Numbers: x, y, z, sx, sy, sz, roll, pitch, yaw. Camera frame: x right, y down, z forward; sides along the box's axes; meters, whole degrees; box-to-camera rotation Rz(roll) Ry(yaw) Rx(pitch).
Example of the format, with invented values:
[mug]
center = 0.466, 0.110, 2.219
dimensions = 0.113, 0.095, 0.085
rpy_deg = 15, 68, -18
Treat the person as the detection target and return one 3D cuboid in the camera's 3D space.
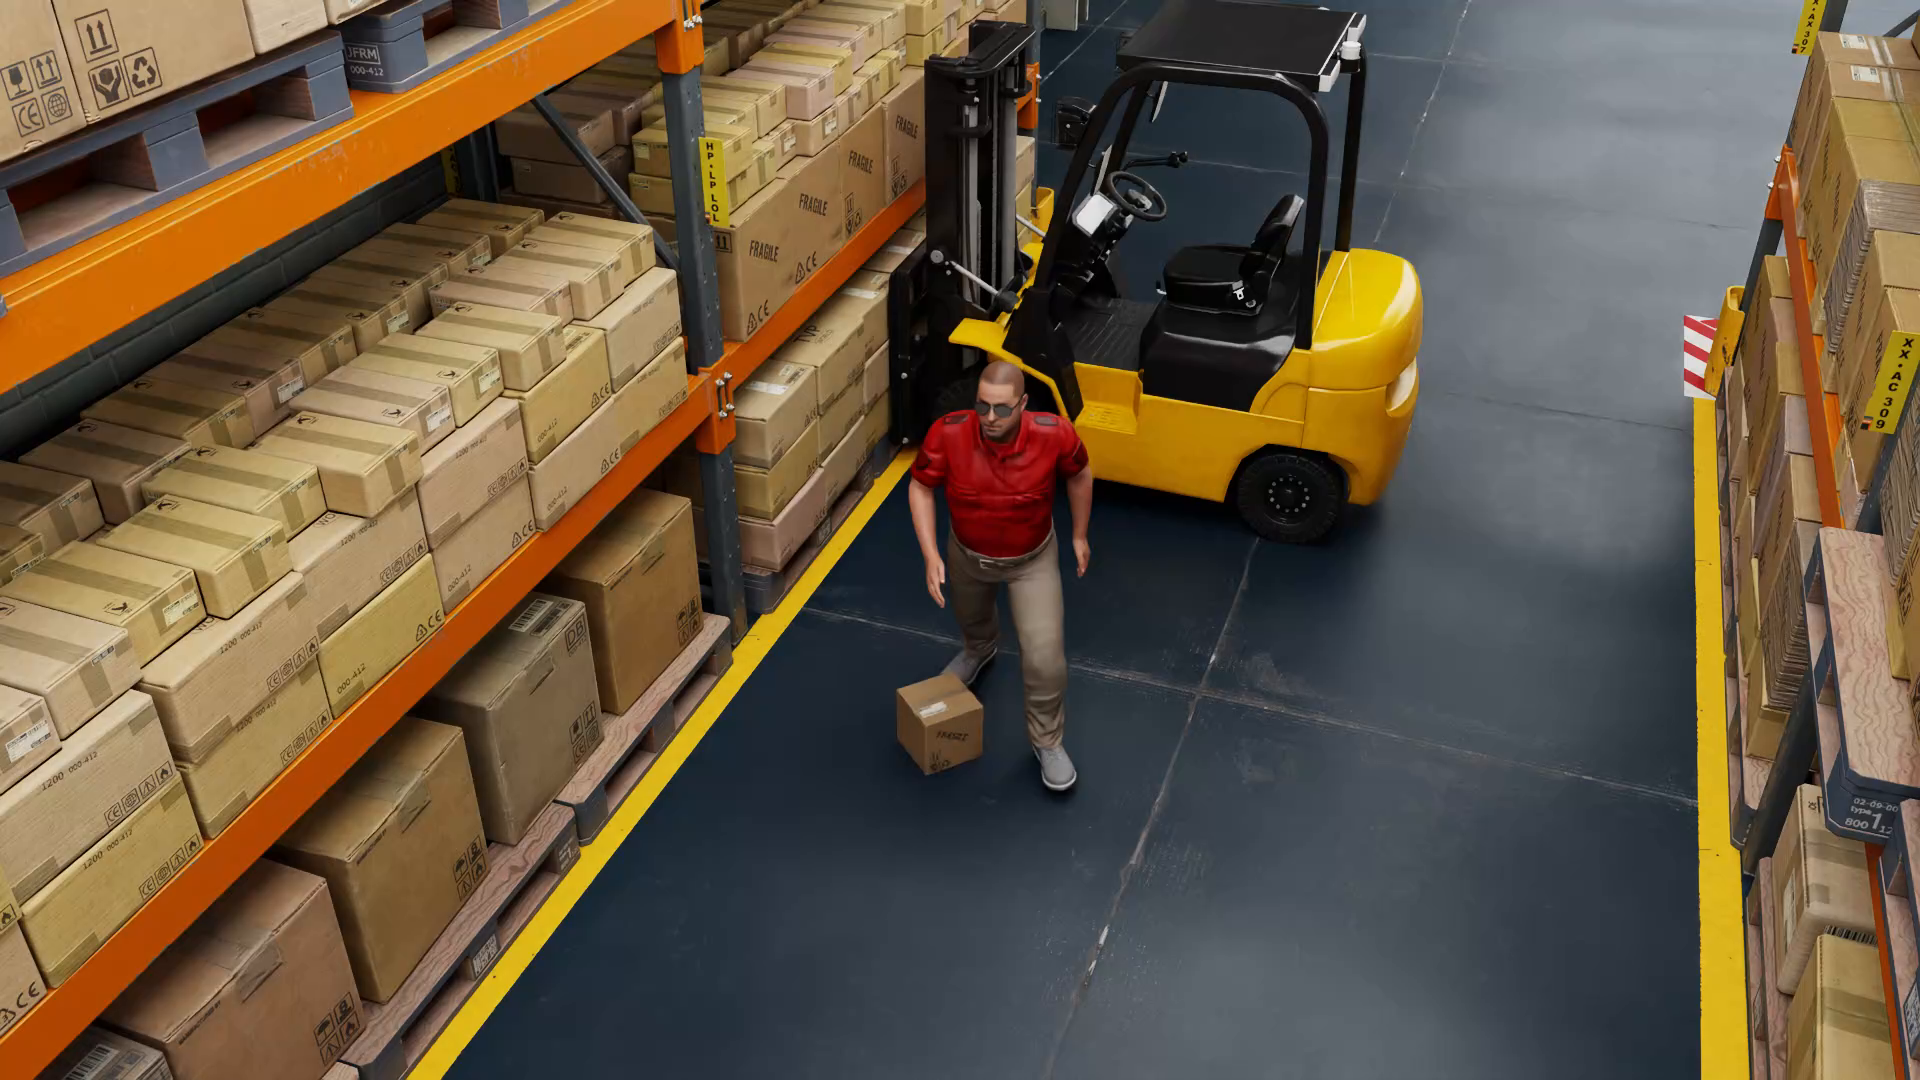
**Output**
[person]
center = 0.174, 0.024, 6.138
dimensions = 0.680, 1.660, 0.861
rpy_deg = 7, 34, 10
